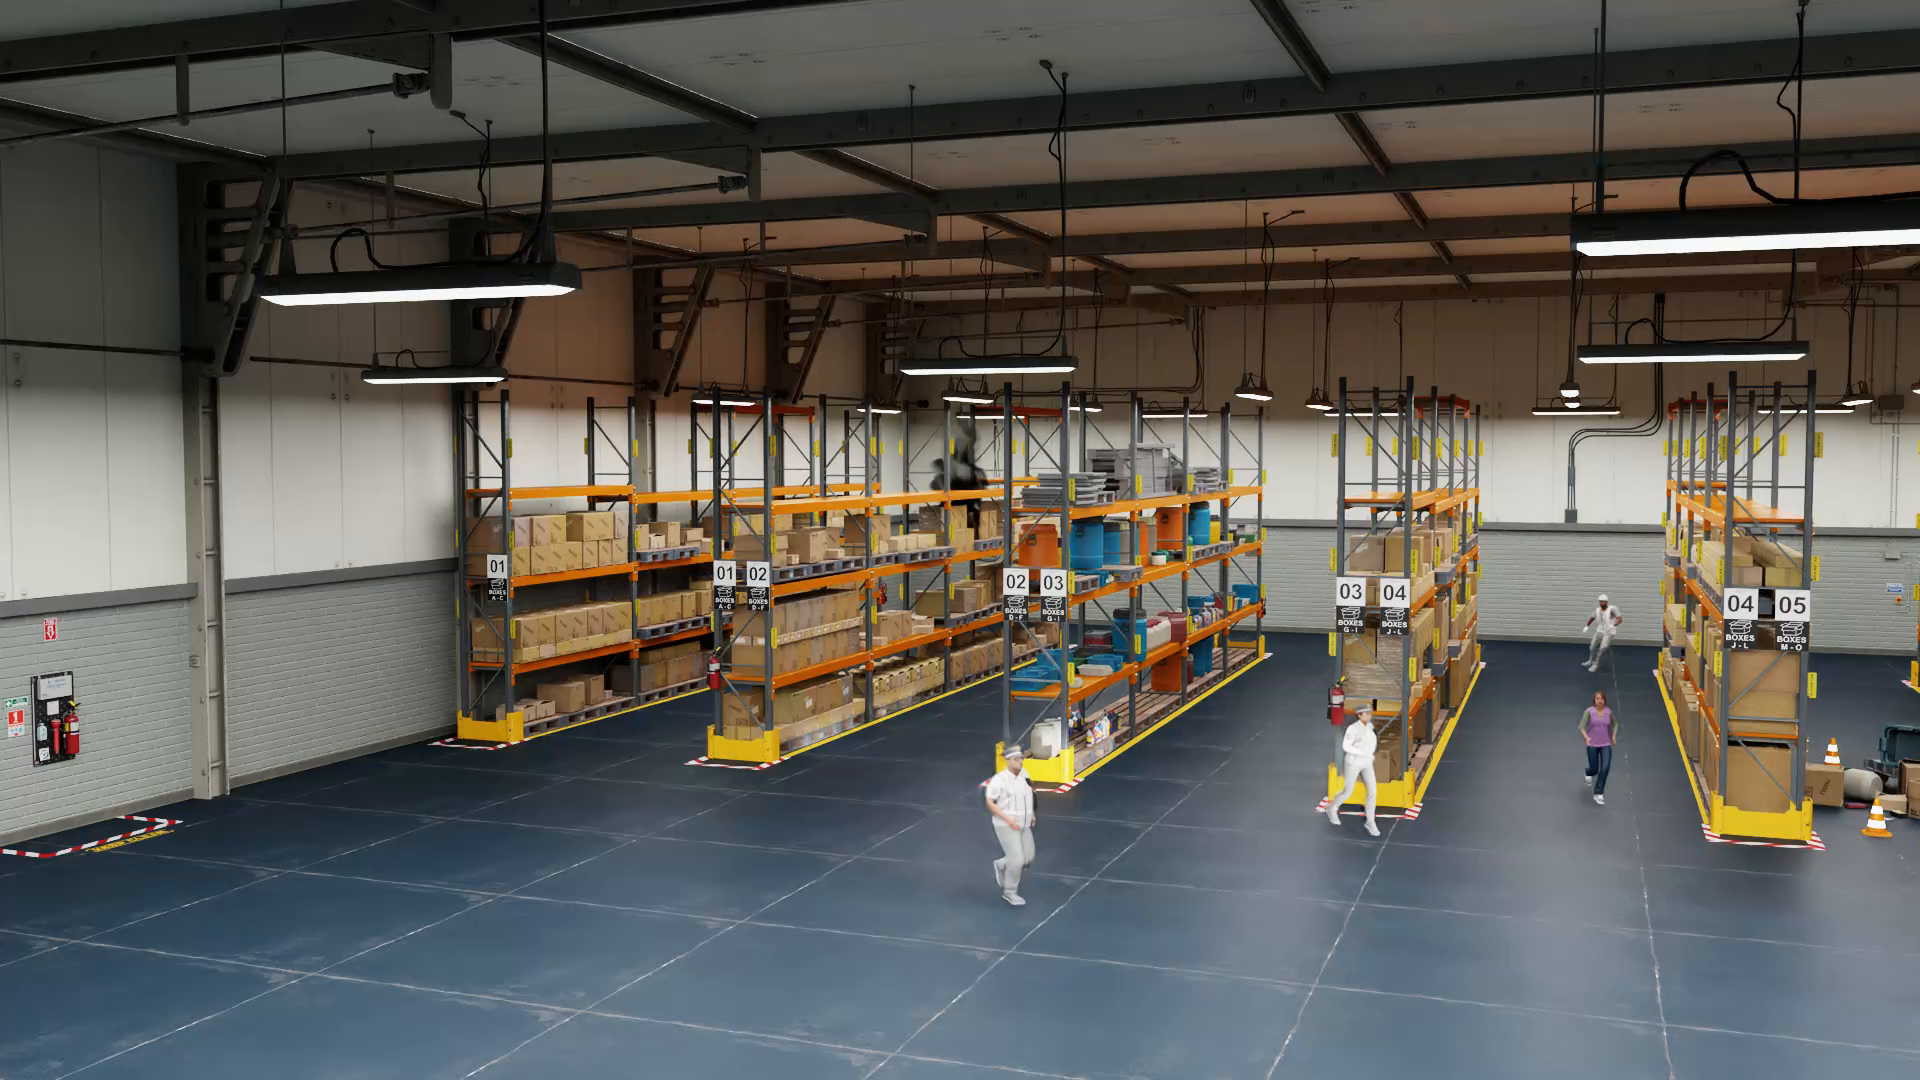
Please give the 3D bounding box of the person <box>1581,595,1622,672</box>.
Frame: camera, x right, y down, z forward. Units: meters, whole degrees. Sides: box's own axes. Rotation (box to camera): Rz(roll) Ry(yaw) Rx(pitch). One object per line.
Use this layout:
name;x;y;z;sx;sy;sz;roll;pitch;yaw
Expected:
person;14.318;2.081;37.321;0.746;1.729;0.966;-2;4;-37

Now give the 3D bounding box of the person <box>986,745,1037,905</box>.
person;0.551;3.121;18.423;0.616;1.740;0.695;3;4;44

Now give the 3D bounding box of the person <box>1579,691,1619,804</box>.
person;9.112;2.931;23.712;0.552;1.563;0.666;1;3;9

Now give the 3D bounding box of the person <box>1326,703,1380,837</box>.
person;5.209;2.960;21.786;0.600;1.708;0.900;-2;4;-28
